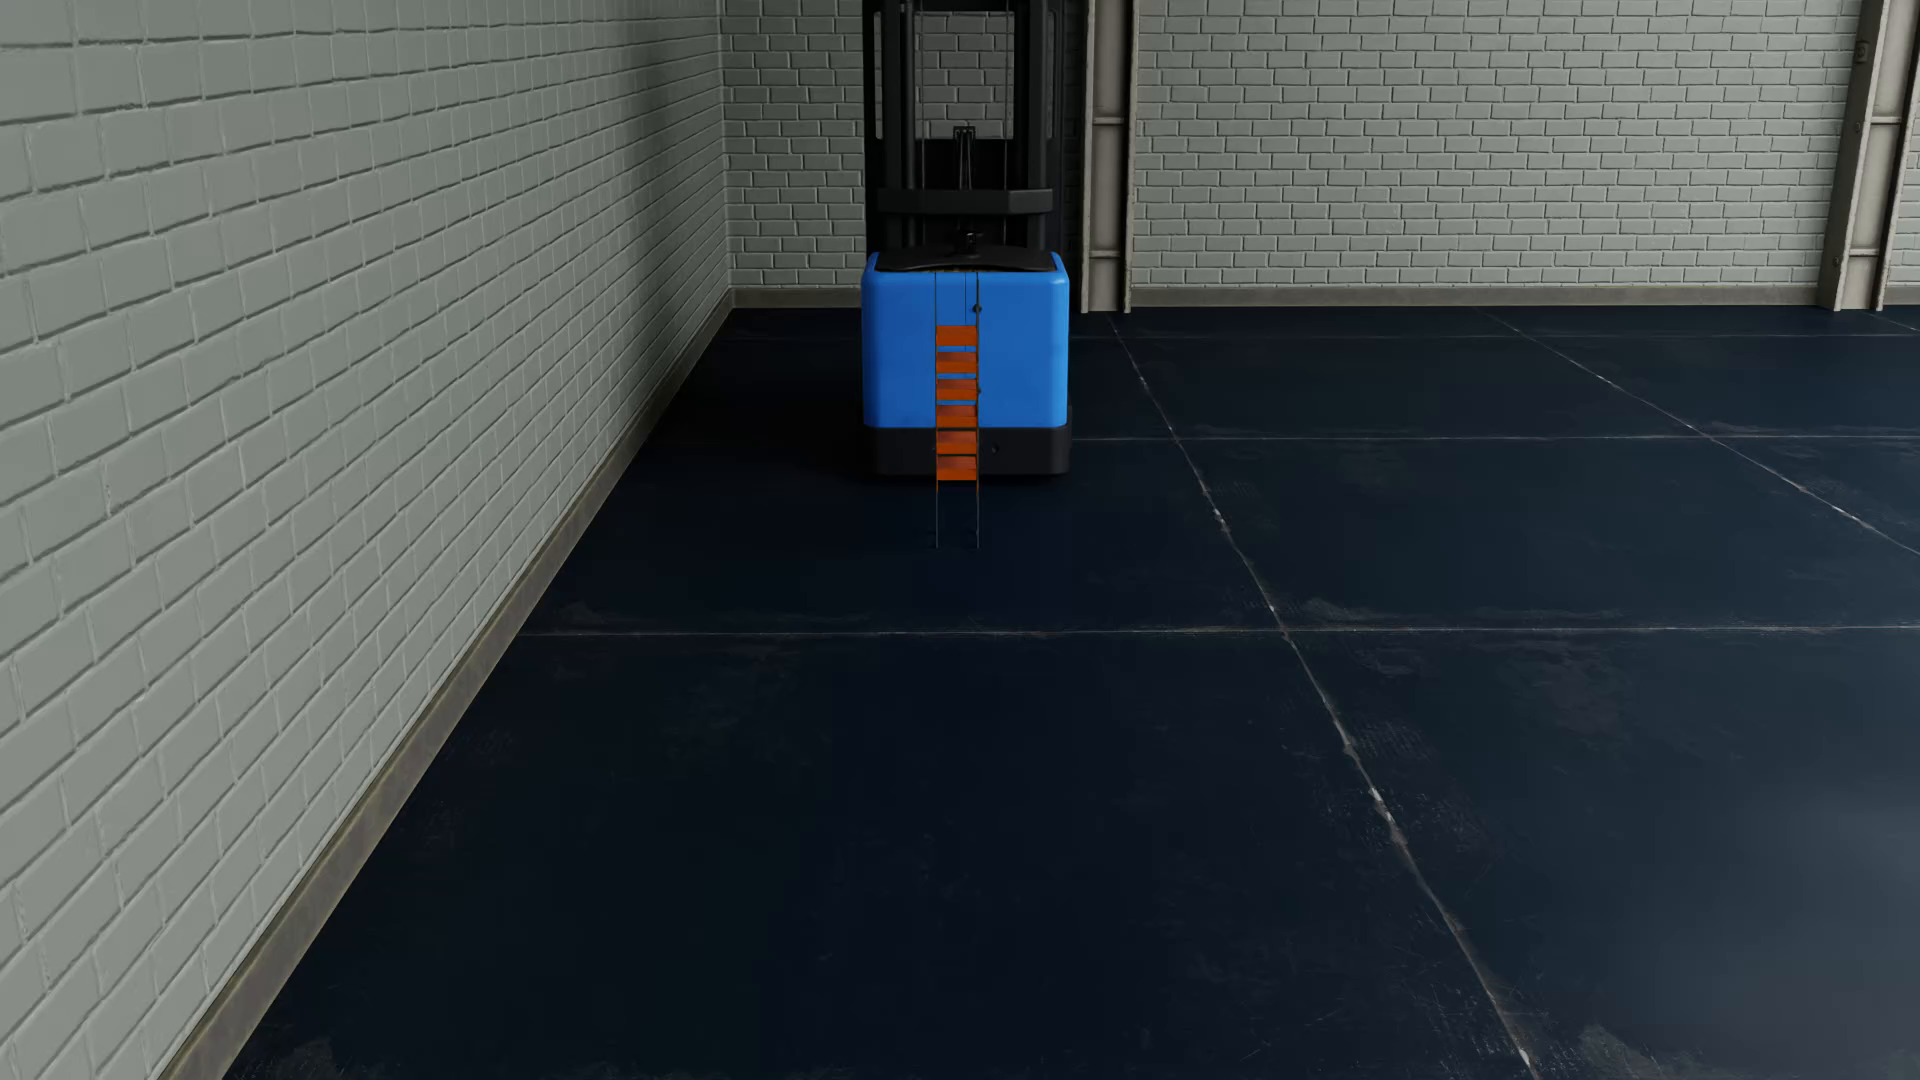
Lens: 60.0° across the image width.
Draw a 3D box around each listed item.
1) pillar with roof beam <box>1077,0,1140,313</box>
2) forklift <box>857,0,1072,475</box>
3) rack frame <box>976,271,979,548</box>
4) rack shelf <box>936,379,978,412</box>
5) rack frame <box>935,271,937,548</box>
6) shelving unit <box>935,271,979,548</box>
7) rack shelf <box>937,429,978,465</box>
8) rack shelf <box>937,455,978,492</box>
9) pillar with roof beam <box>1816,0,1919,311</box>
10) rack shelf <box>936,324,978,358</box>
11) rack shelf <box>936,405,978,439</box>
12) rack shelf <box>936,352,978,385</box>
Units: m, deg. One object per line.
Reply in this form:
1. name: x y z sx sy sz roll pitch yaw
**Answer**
1. pillar with roof beam: 1.215 -4.813 7.818 0.400 9.000 9.100 0 18 -1
2. forklift: 0.021 -2.115 9.343 1.130 2.935 3.031 0 18 0
3. rack frame: 0.077 -0.572 7.365 0.006 1.200 0.240 0 18 -1
4. rack shelf: -0.014 -0.643 7.341 0.180 0.103 0.258 0 18 -1
5. rack frame: -0.106 -0.571 7.363 0.006 1.200 0.240 0 18 -1
6. shelving unit: -0.014 -0.571 7.364 0.189 1.200 0.258 0 18 -1
7. rack shelf: -0.014 -0.415 7.414 0.180 0.103 0.258 0 18 -1
8. rack shelf: -0.014 -0.300 7.451 0.180 0.103 0.258 0 18 -1
9. pillar with roof beam: 7.214 -4.842 7.909 0.400 9.000 9.100 0 18 -1
10. rack shelf: -0.014 -0.872 7.268 0.180 0.103 0.258 0 18 -1
11. rack shelf: -0.014 -0.529 7.378 0.180 0.103 0.258 0 18 -1
12. rack shelf: -0.014 -0.757 7.304 0.180 0.103 0.258 0 18 -1
